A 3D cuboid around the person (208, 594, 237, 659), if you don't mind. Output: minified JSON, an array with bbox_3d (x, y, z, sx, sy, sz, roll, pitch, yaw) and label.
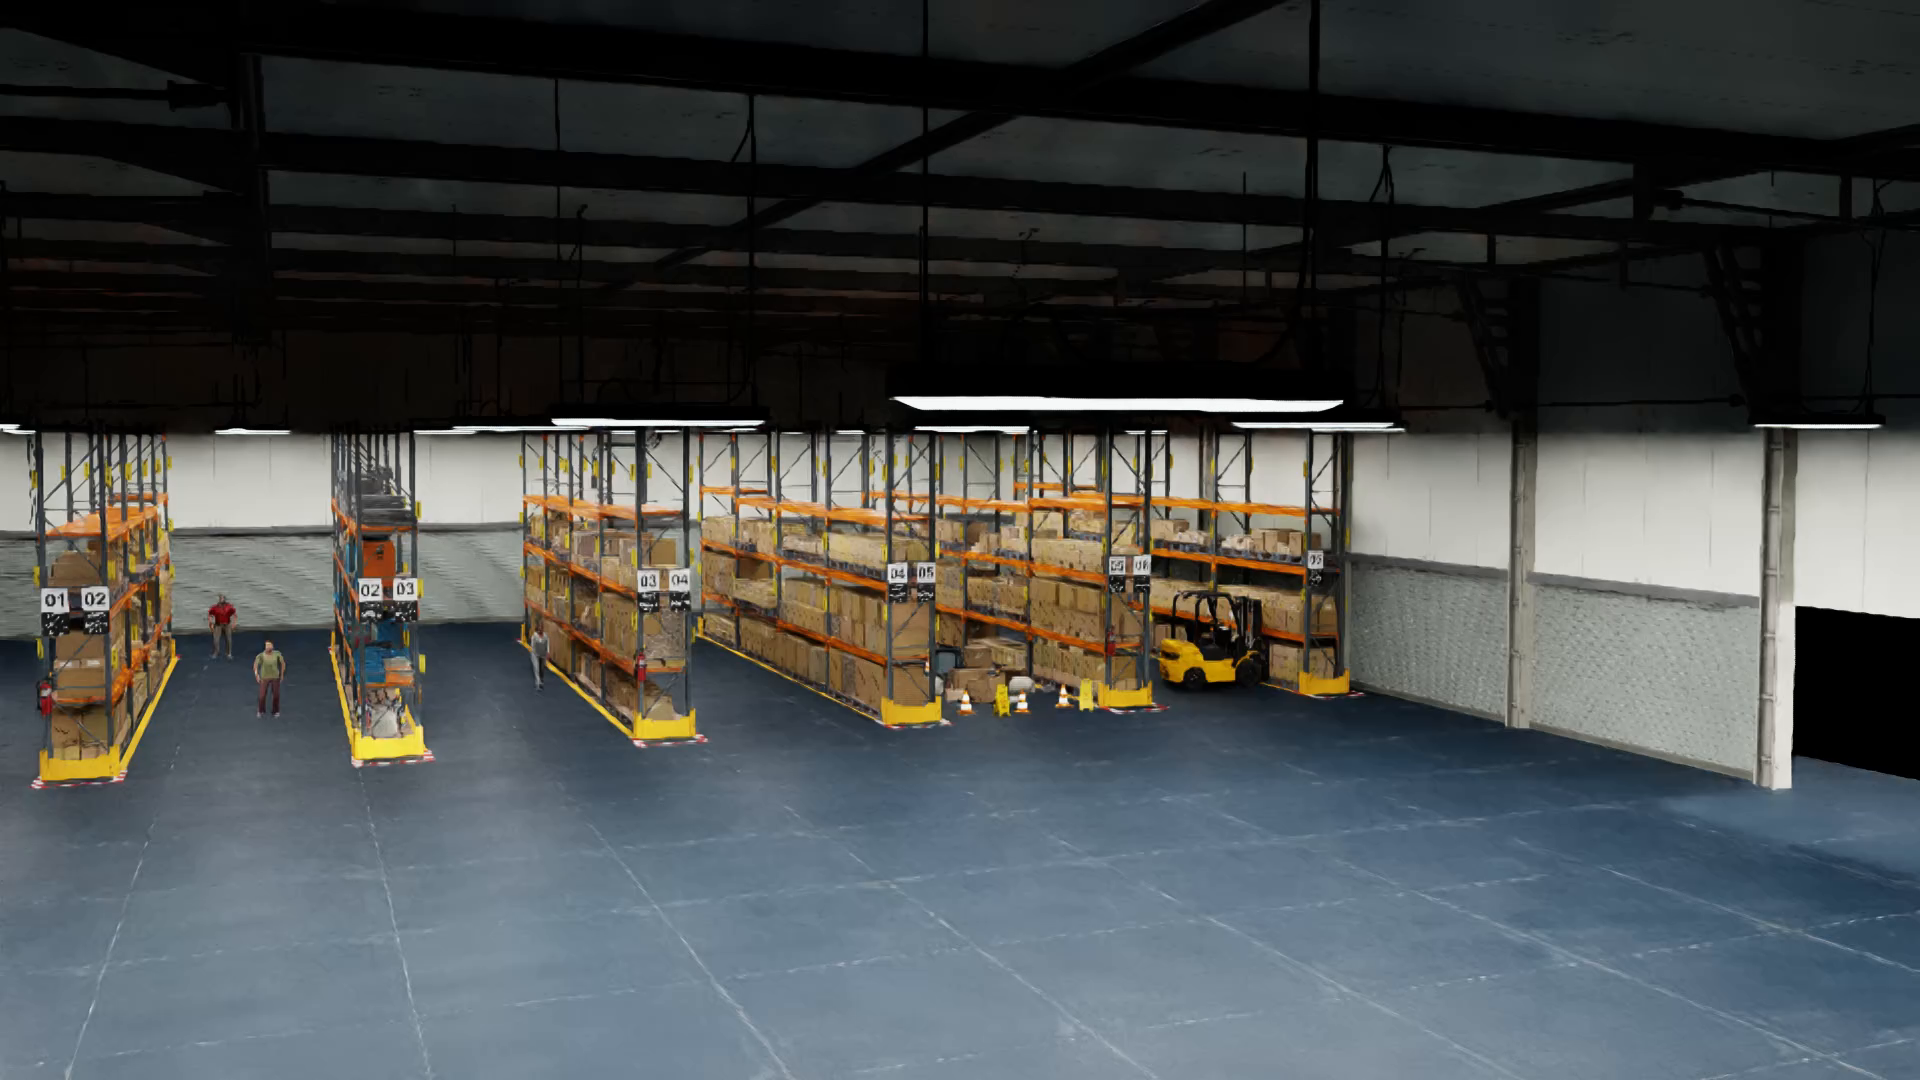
[{"bbox_3d":[-18.945,2.223,42.708,0.682,1.676,0.535,-2,4,-24],"label":"person"}]

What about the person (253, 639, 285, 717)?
[{"bbox_3d":[-14.042,2.807,33.817,0.598,1.619,0.507,-2,4,-24],"label":"person"}]

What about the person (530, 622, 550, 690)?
[{"bbox_3d":[-9.469,2.599,37.551,0.416,1.512,1.039,-2,4,-24],"label":"person"}]

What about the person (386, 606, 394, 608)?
[{"bbox_3d":[-14.493,2.168,42.462,0.449,1.776,0.695,-2,4,-25],"label":"person"}]
